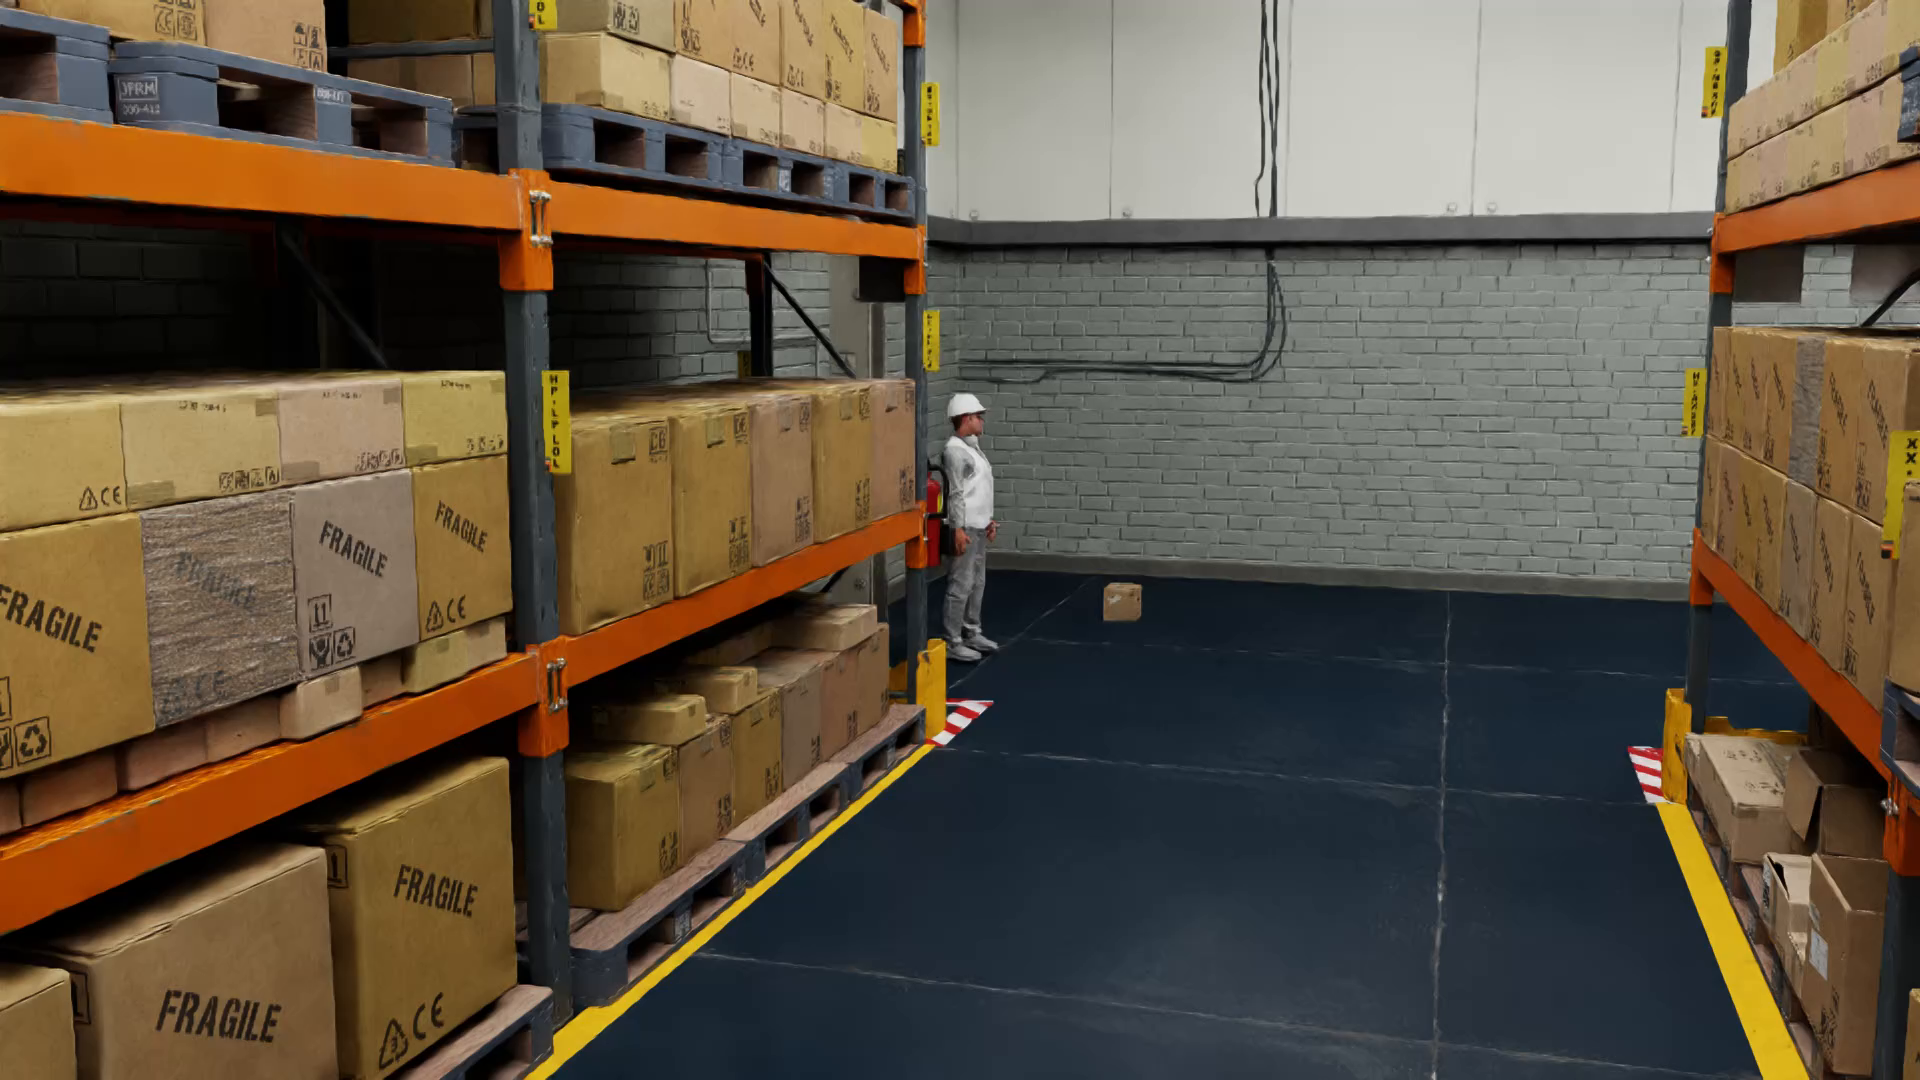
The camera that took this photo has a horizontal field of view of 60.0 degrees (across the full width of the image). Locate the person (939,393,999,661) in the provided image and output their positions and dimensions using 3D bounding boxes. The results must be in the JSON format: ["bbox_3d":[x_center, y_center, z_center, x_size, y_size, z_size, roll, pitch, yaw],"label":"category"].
[{"bbox_3d":[0.053,-0.101,11.272,0.393,1.781,0.571,2,8,12],"label":"person"}]
